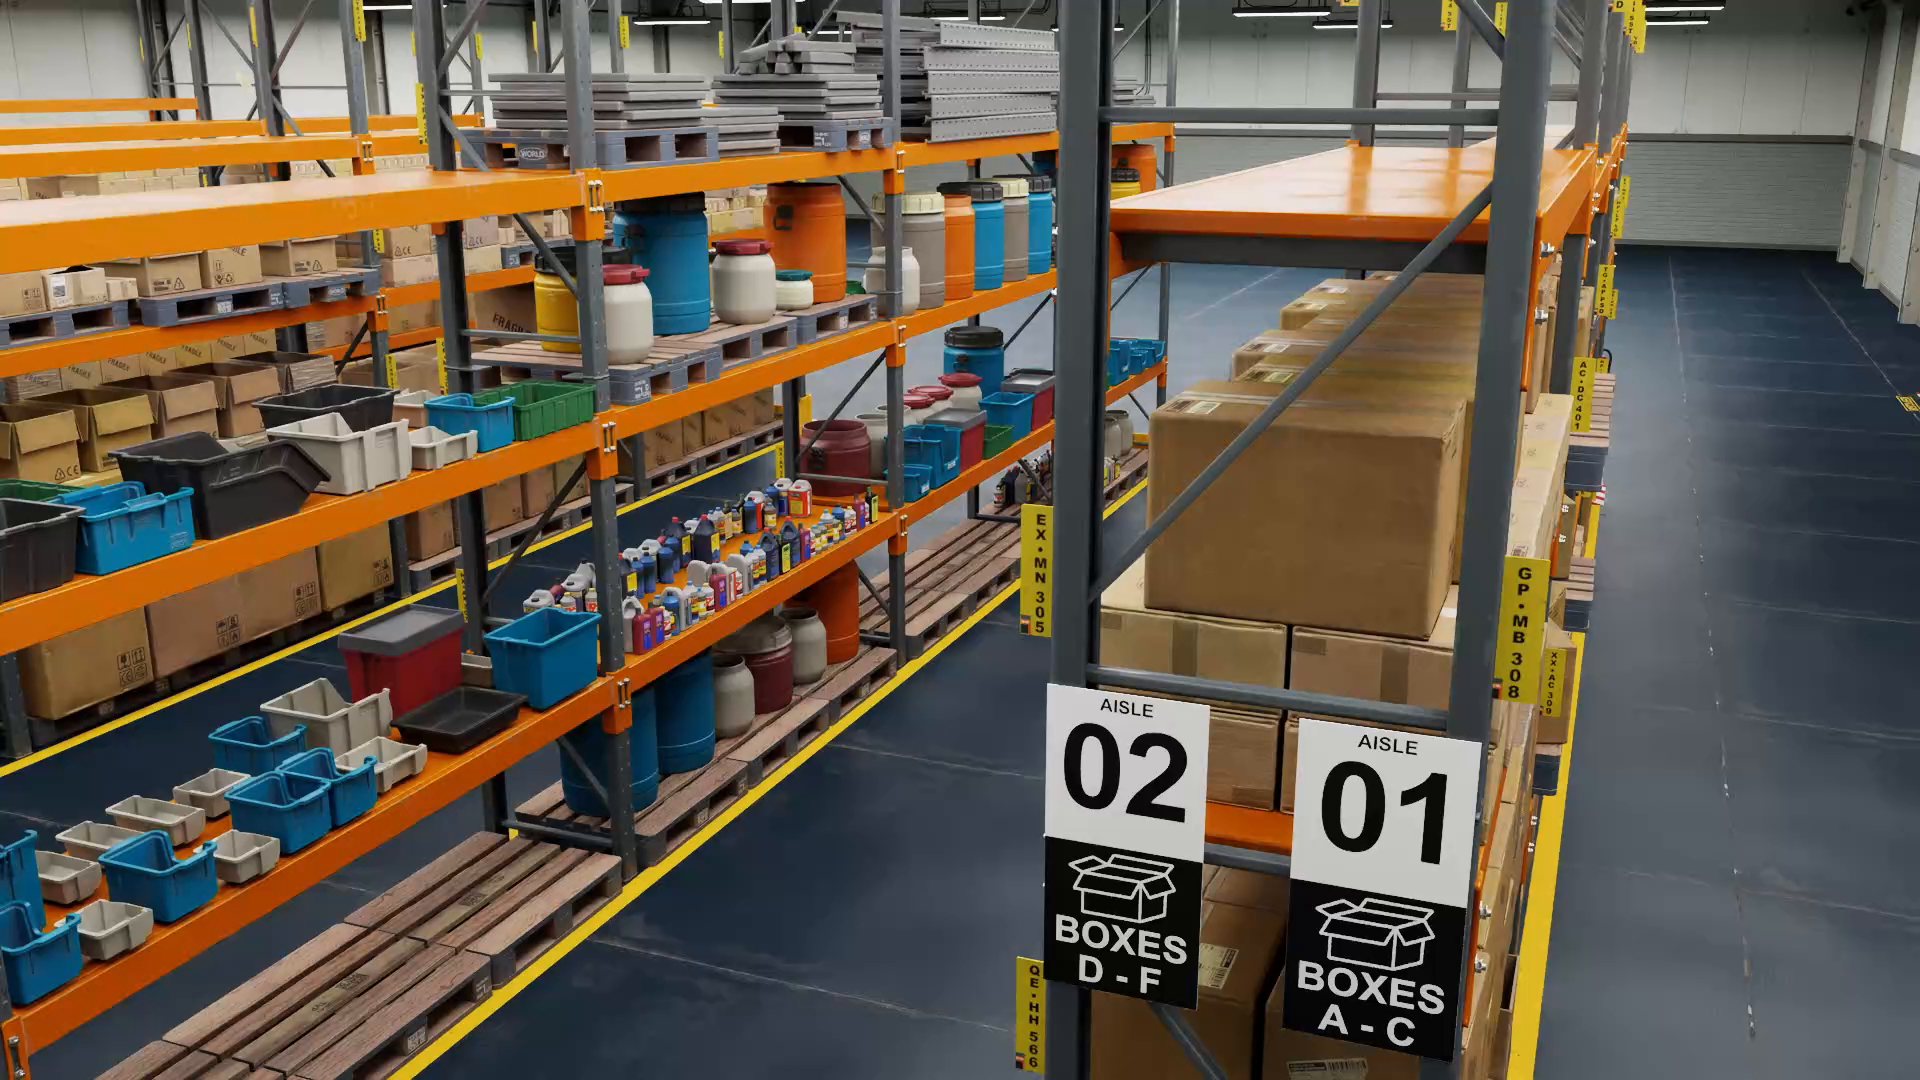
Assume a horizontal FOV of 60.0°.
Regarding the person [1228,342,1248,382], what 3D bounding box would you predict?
[{"bbox_3d":[3.388,-1.597,19.851,0.439,1.551,0.911,3,16,11],"label":"person"}]
